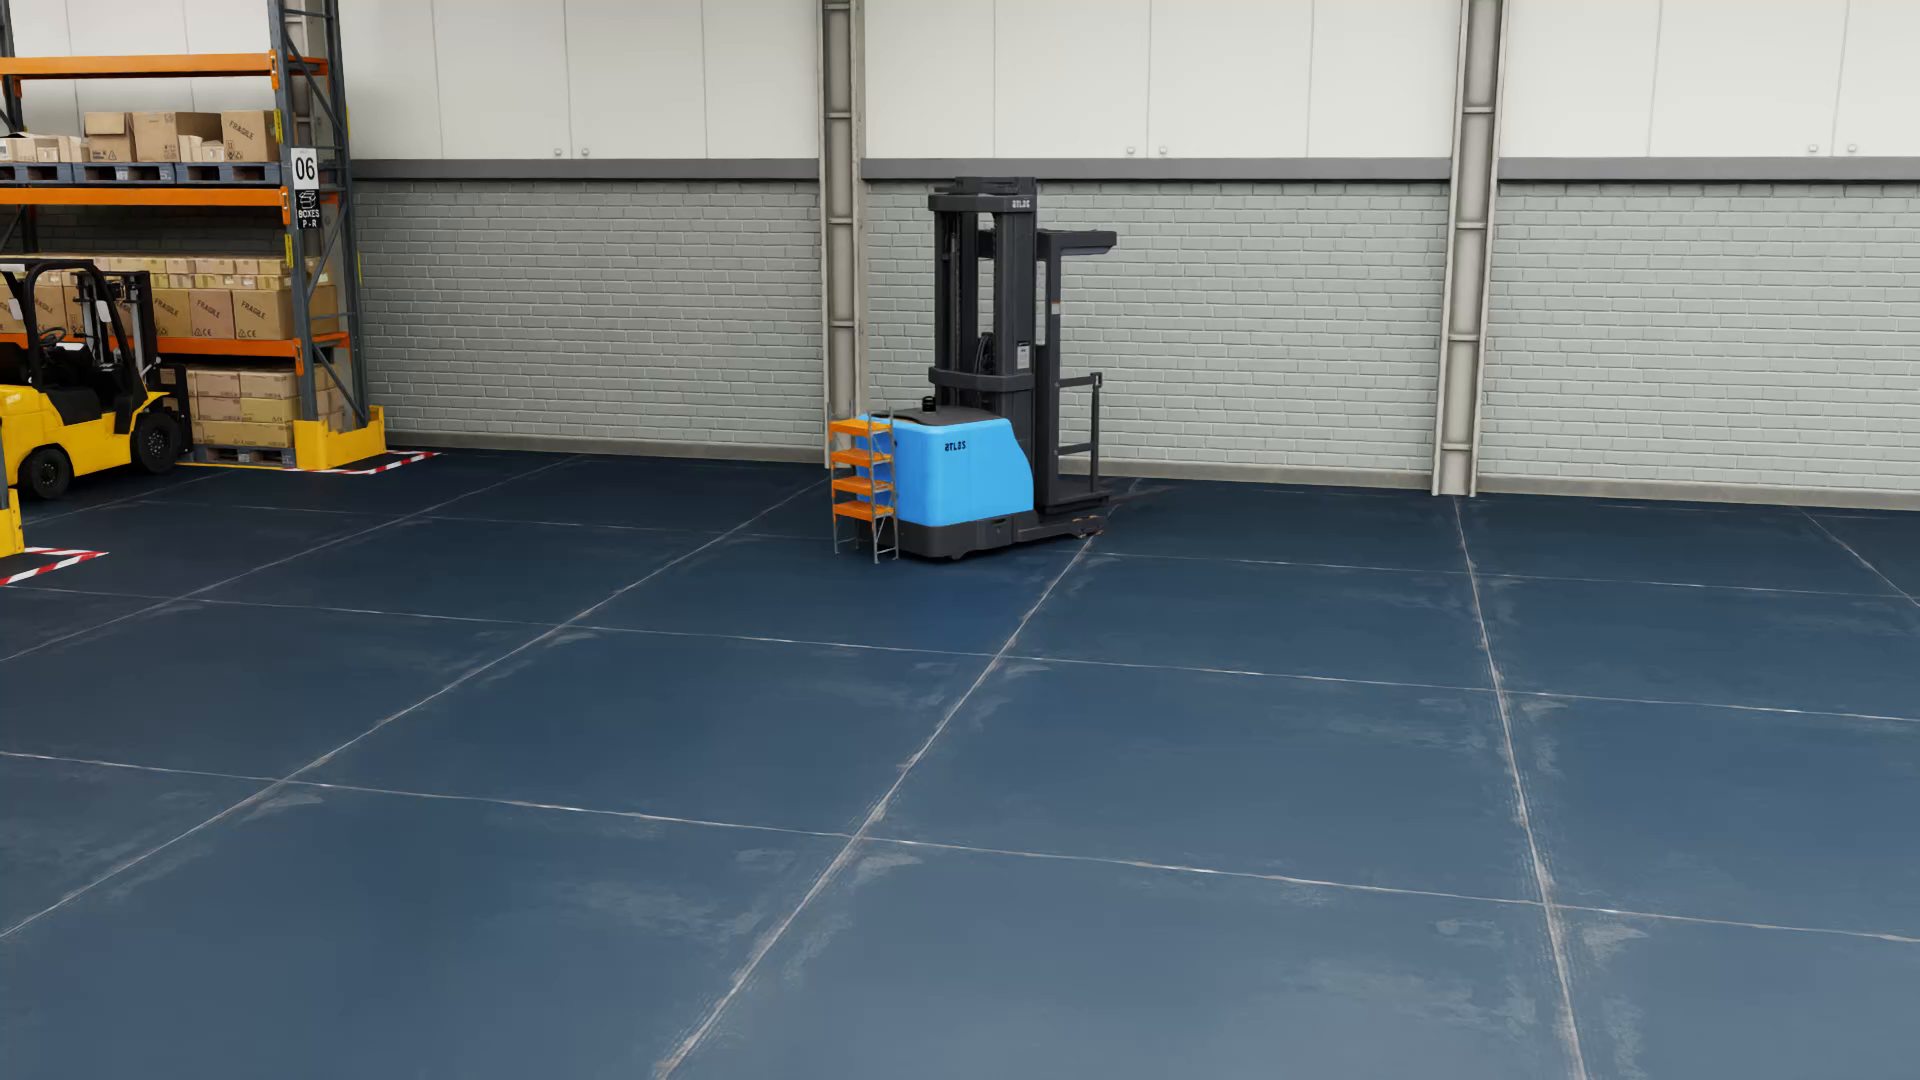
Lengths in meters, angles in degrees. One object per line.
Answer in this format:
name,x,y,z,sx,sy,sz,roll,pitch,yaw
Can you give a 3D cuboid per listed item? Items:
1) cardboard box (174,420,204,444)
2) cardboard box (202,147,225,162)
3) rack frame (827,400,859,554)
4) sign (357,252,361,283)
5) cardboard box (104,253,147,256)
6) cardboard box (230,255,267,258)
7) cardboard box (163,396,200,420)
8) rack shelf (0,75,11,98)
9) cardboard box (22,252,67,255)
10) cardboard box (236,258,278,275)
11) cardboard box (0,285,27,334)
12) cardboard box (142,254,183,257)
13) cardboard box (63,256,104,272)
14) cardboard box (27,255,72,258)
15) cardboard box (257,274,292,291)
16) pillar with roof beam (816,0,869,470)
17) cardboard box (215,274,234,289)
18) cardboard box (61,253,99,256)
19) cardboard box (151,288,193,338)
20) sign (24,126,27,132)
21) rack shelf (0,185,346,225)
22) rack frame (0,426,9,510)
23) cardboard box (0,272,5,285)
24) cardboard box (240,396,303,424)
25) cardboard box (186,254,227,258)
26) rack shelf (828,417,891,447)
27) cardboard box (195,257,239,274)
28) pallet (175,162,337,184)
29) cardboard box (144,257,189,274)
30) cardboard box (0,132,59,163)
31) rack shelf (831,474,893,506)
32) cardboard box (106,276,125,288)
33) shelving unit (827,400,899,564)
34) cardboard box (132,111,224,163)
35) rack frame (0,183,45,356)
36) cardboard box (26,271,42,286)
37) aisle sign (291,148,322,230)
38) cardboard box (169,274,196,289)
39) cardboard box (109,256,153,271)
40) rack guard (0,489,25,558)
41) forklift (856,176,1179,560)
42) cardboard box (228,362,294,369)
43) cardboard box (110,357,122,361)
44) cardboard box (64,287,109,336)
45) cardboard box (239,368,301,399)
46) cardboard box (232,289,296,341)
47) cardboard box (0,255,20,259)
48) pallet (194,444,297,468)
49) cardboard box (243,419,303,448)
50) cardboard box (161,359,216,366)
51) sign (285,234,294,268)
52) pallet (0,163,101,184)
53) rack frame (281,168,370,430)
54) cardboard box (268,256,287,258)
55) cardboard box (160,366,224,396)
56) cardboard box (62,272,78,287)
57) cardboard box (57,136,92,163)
cardboard box,-8.022,-1.182,17.515,0.500,0.250,0.500,3,13,14
cardboard box,-7.403,-3.880,16.753,0.250,0.149,0.380,3,13,12
rack frame,-0.925,-0.497,13.178,0.240,1.200,0.015,-15,19,-41
sign,-6.387,-2.883,17.624,0.005,0.325,0.100,3,13,14
cardboard box,-9.028,-3.021,18.009,0.250,0.149,0.380,3,13,13
cardboard box,-7.543,-2.926,17.583,0.250,0.149,0.380,3,13,14
cardboard box,-8.064,-1.423,17.445,0.500,0.250,0.500,3,13,12
rack shelf,-12.351,-4.999,18.076,4.000,0.370,1.077,3,13,14
cardboard box,-10.027,-3.071,18.235,0.250,0.149,0.380,3,13,14
cardboard box,-7.171,-2.797,17.000,0.250,0.149,0.380,3,13,14
cardboard box,-10.041,-2.484,17.775,0.500,0.500,0.500,3,13,12
cardboard box,-8.553,-2.978,17.816,0.250,0.149,0.380,3,13,15
cardboard box,-9.162,-2.896,17.448,0.250,0.149,0.380,3,13,13
cardboard box,-9.646,-2.939,17.641,0.250,0.149,0.380,3,13,12
cardboard box,-6.930,-2.630,16.936,0.250,0.149,0.380,3,13,14
pillar with roof beam,-2.192,-4.244,12.085,0.400,9.000,9.100,3,13,14
cardboard box,-7.422,-2.664,17.086,0.250,0.149,0.380,3,13,15
cardboard box,-9.533,-3.038,18.088,0.250,0.149,0.380,3,13,13
cardboard box,-8.066,-2.380,17.306,0.500,0.500,0.500,3,13,12
sign,-10.278,-4.386,18.274,0.005,0.325,0.100,3,13,14
rack shelf,-8.468,-3.523,17.422,4.000,0.370,1.077,3,13,14
rack frame,-7.712,-1.262,12.496,0.127,3.000,1.000,3,13,14
cardboard box,-10.163,-2.807,17.732,0.250,0.149,0.380,3,13,13
cardboard box,-7.074,-1.372,17.217,0.500,0.250,0.500,3,13,13
cardboard box,-8.036,-2.969,17.775,0.250,0.149,0.380,3,13,12
rack shelf,-0.769,-0.839,12.909,0.258,0.148,0.480,-15,19,-41
cardboard box,-7.656,-2.833,17.164,0.250,0.149,0.380,3,13,14
pallet,-7.206,-3.769,17.076,1.213,0.211,1.003,3,13,14
cardboard box,-8.187,-2.836,17.175,0.250,0.149,0.380,3,13,15
cardboard box,-9.660,-4.094,17.340,0.500,0.311,0.500,3,13,15
rack shelf,-0.755,-0.393,13.021,0.258,0.148,0.480,-15,19,-41
cardboard box,-8.667,-2.723,17.351,0.250,0.149,0.380,3,13,12
shelving unit,-0.757,-0.458,13.004,0.258,1.200,0.503,-15,19,-41
cardboard box,-7.985,-4.119,17.016,0.500,0.500,0.700,3,13,14
rack frame,-10.410,-2.513,18.137,0.127,3.000,1.000,3,13,14
cardboard box,-9.652,-2.786,17.638,0.250,0.149,0.380,3,13,13
aisle sign,-6.533,-3.510,16.626,0.004,0.787,0.394,3,13,14
cardboard box,-7.931,-2.683,17.172,0.250,0.149,0.380,3,13,12
cardboard box,-8.655,-2.886,17.400,0.250,0.149,0.380,3,13,14
rack guard,-7.786,-0.045,12.784,0.348,0.500,1.175,3,13,14
forklift,0.594,-1.520,13.818,3.031,2.935,1.130,-11,16,-40
cardboard box,-7.433,-1.746,17.751,0.500,0.250,0.500,3,13,14
cardboard box,-9.390,-1.856,18.245,0.500,0.250,0.500,3,13,13
cardboard box,-9.040,-2.435,17.551,0.500,0.500,0.500,3,13,13
cardboard box,-7.048,-1.615,17.157,0.500,0.250,0.500,4,13,15
cardboard box,-7.067,-2.325,17.057,0.500,0.500,0.500,3,13,12
cardboard box,-10.171,-2.945,17.668,0.250,0.149,0.380,3,13,15
pallet,-7.279,-0.975,17.642,1.213,0.211,1.003,3,13,14
cardboard box,-7.058,-1.126,17.264,0.500,0.250,0.500,3,13,14
cardboard box,-8.412,-1.803,18.004,0.500,0.250,0.500,3,13,12
sign,-6.670,-2.873,16.539,0.005,0.325,0.100,3,13,14
pallet,-9.575,-3.896,17.647,1.213,0.211,1.003,3,13,14
rack frame,-6.526,-2.306,17.201,0.127,3.000,1.000,3,13,14
cardboard box,-7.044,-2.906,17.490,0.250,0.149,0.380,4,13,15
cardboard box,-8.037,-1.664,17.380,0.500,0.250,0.500,3,13,14
cardboard box,-9.176,-2.744,17.447,0.250,0.149,0.380,3,13,13
cardboard box,-9.041,-4.025,17.135,0.258,0.266,0.396,3,13,12
